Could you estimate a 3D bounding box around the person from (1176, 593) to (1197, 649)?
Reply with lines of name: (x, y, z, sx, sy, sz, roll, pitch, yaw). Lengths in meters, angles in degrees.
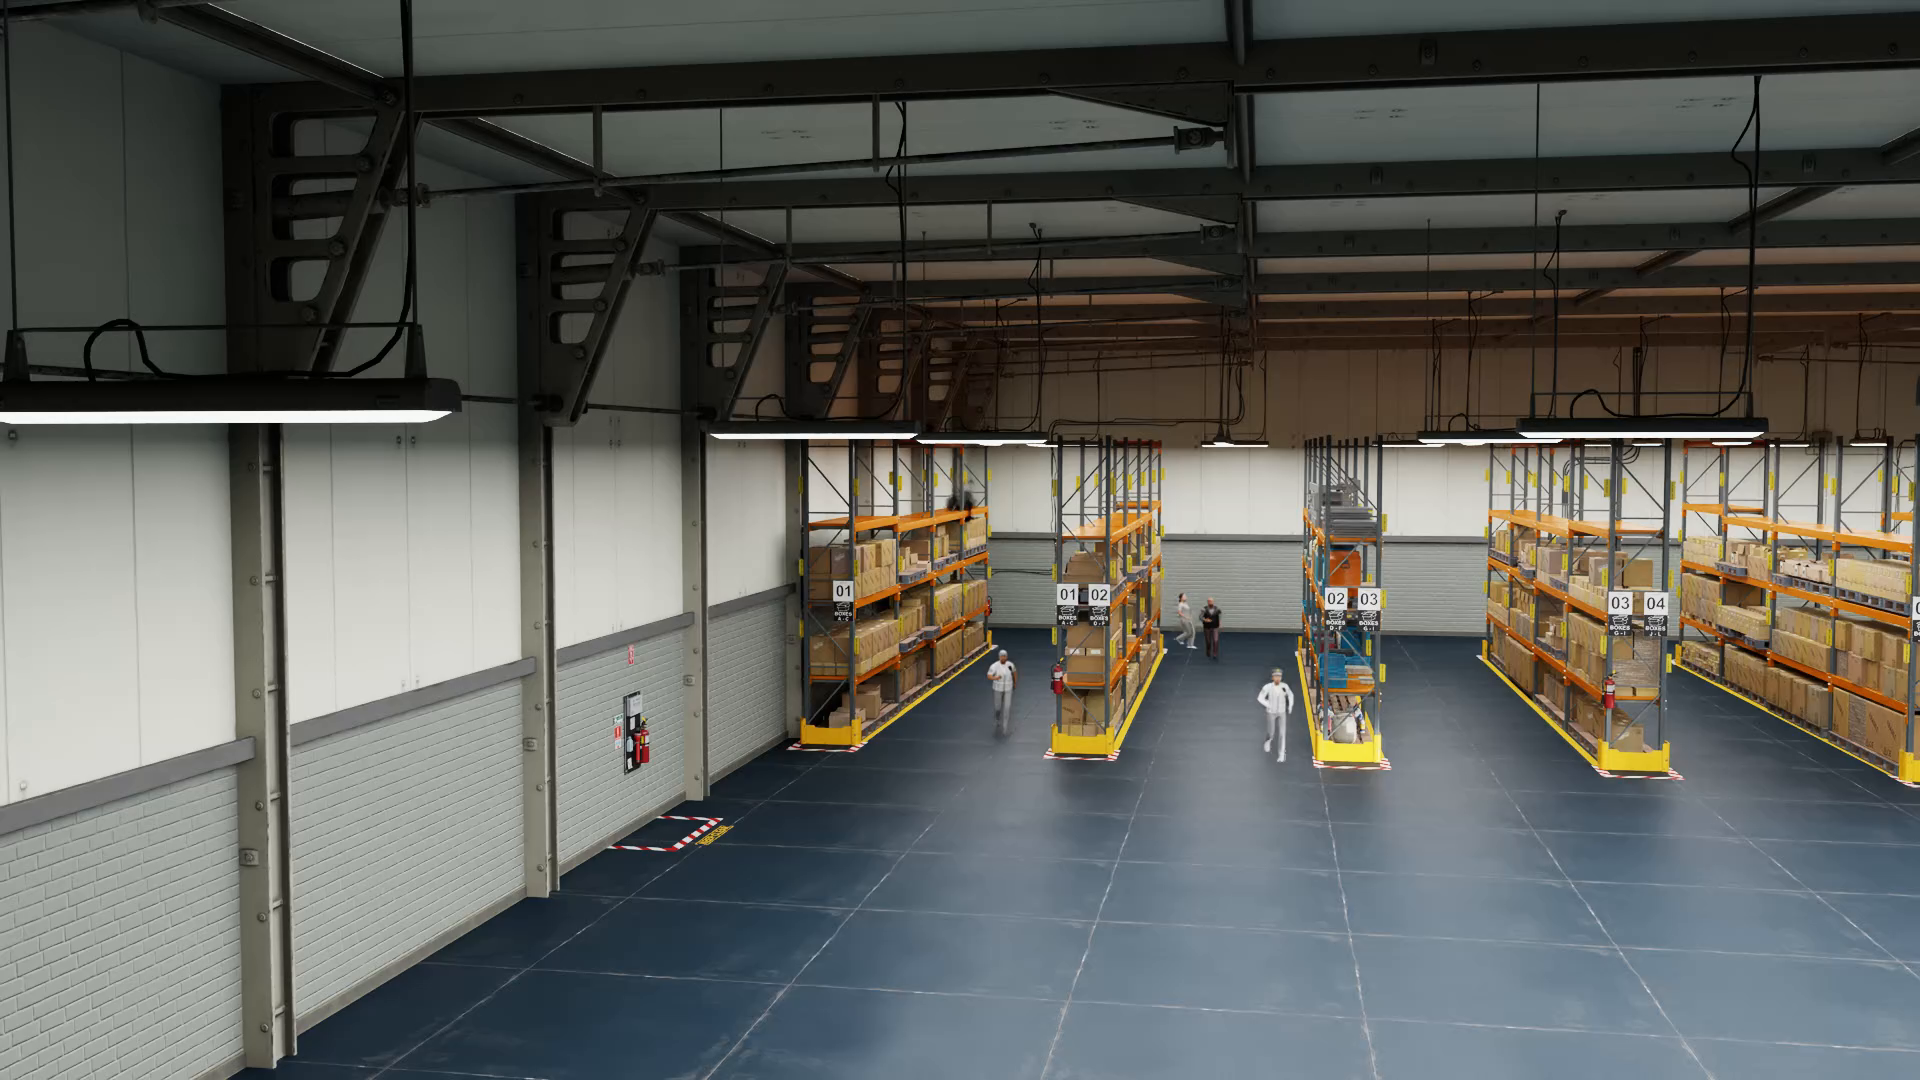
person: (6.473, 2.336, 47.841, 0.662, 1.628, 0.594, 2, 4, 33)

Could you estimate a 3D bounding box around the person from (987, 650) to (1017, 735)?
person: (0.860, 3.049, 33.686, 0.637, 1.656, 0.907, 0, 3, -6)

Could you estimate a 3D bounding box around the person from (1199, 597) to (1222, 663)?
person: (6.823, 2.424, 45.284, 0.635, 1.748, 0.925, 0, 3, 3)

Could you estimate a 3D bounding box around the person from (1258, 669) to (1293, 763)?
person: (5.862, 3.228, 30.831, 0.678, 1.720, 0.843, 0, 3, -1)
